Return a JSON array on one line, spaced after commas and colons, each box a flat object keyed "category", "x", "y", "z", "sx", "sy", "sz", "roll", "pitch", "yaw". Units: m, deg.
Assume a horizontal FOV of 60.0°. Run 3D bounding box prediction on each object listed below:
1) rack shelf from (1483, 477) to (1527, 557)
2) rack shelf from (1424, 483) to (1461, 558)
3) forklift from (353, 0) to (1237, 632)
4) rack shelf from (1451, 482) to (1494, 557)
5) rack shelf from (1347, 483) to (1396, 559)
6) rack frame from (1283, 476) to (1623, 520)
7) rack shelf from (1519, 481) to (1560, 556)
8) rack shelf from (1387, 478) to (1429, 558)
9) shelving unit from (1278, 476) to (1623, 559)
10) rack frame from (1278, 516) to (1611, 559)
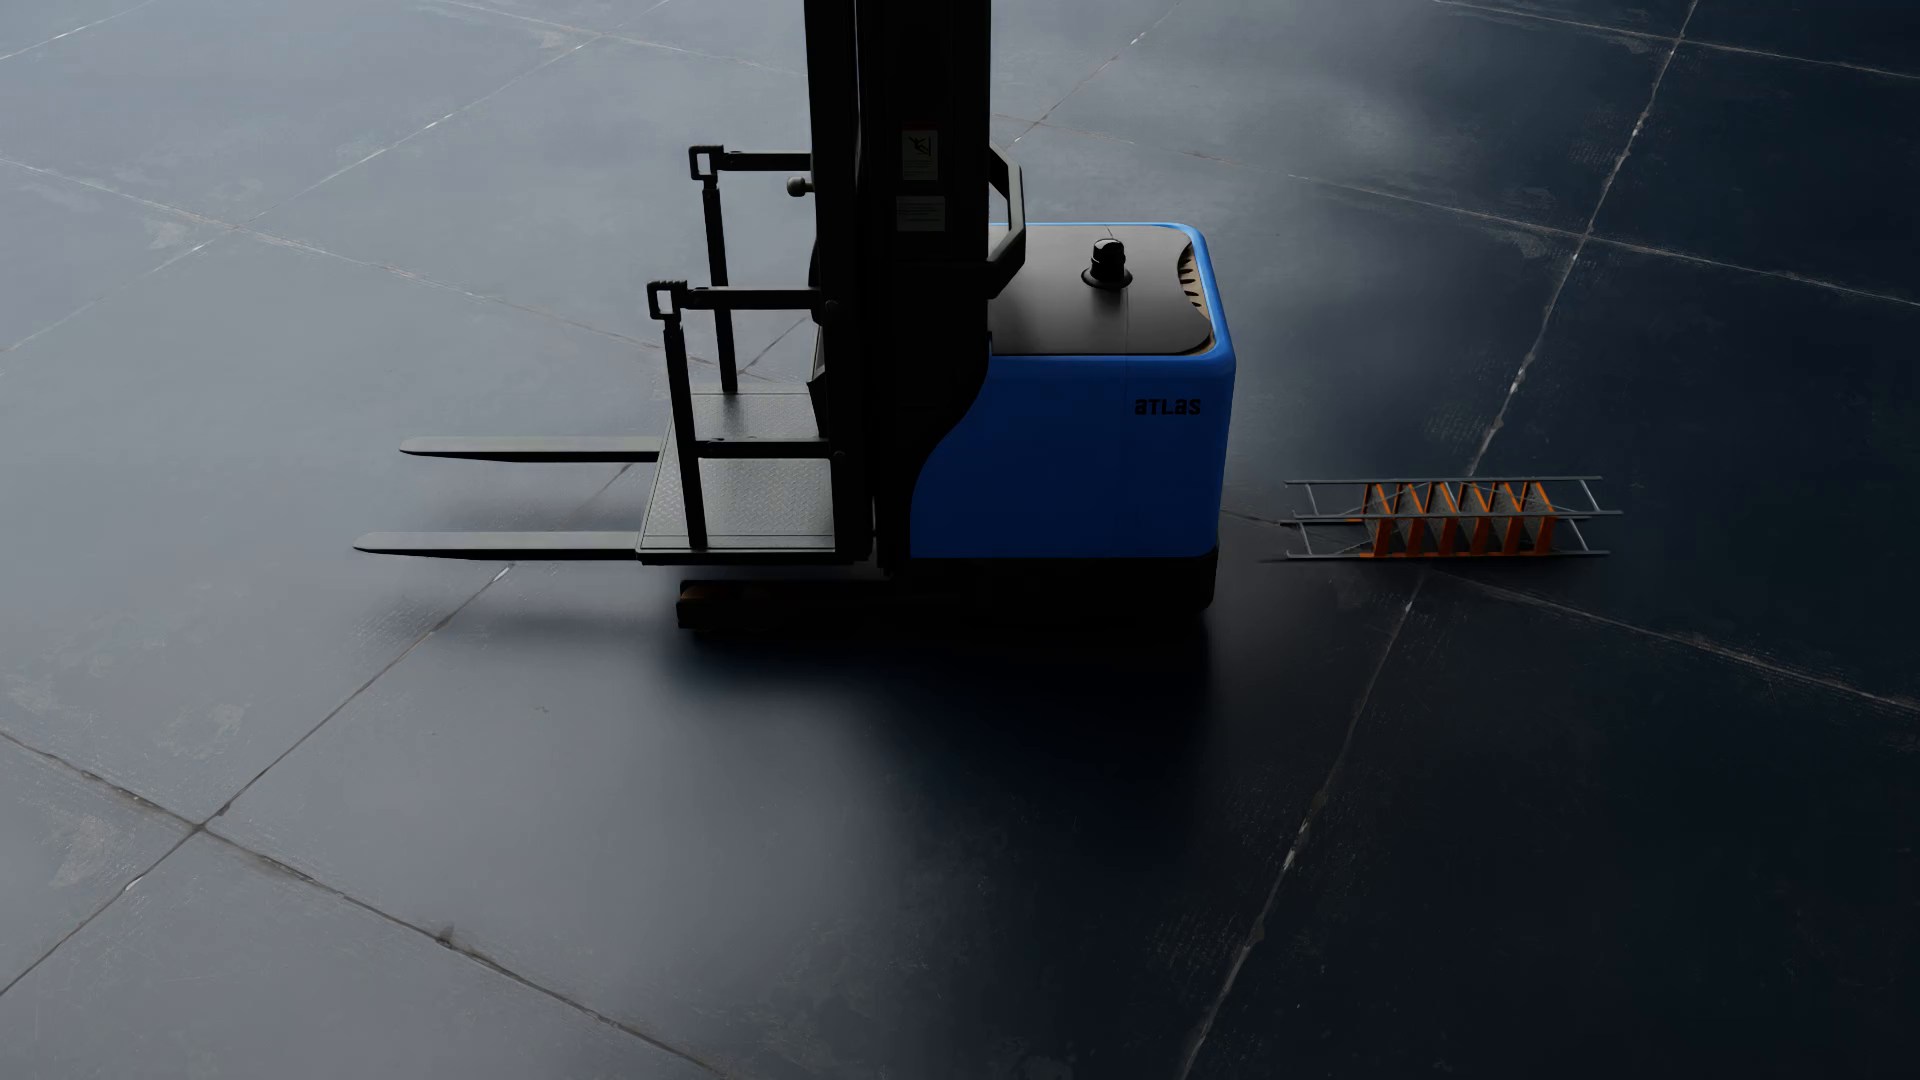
[{"category": "rack shelf", "x": 2.010, "y": -0.087, "z": 6.204, "sx": 0.103, "sy": 0.180, "sz": 0.258, "roll": -1, "pitch": 37, "yaw": -1}, {"category": "rack shelf", "x": 1.770, "y": -0.084, "z": 6.200, "sx": 0.103, "sy": 0.180, "sz": 0.258, "roll": -1, "pitch": 37, "yaw": -1}, {"category": "forklift", "x": -0.622, "y": -1.167, "z": 5.363, "sx": 3.031, "sy": 2.935, "sz": 1.130, "roll": 0, "pitch": 37, "yaw": 0}, {"category": "rack shelf", "x": 1.890, "y": -0.085, "z": 6.202, "sx": 0.103, "sy": 0.180, "sz": 0.258, "roll": -1, "pitch": 37, "yaw": -1}, {"category": "rack shelf", "x": 1.530, "y": -0.080, "z": 6.195, "sx": 0.103, "sy": 0.180, "sz": 0.258, "roll": -1, "pitch": 37, "yaw": -1}, {"category": "rack frame", "x": 1.814, "y": -0.157, "z": 6.145, "sx": 1.200, "sy": 0.006, "sz": 0.240, "roll": -1, "pitch": 37, "yaw": -1}, {"category": "rack shelf", "x": 2.130, "y": -0.089, "z": 6.206, "sx": 0.103, "sy": 0.180, "sz": 0.258, "roll": -1, "pitch": 37, "yaw": -1}, {"category": "rack shelf", "x": 1.650, "y": -0.082, "z": 6.198, "sx": 0.103, "sy": 0.180, "sz": 0.258, "roll": -1, "pitch": 37, "yaw": -1}, {"category": "shelving unit", "x": 1.814, "y": -0.084, "z": 6.201, "sx": 1.200, "sy": 0.189, "sz": 0.258, "roll": -1, "pitch": 37, "yaw": -1}, {"category": "rack frame", "x": 1.814, "y": -0.011, "z": 6.256, "sx": 1.200, "sy": 0.006, "sz": 0.240, "roll": -1, "pitch": 37, "yaw": -1}]
